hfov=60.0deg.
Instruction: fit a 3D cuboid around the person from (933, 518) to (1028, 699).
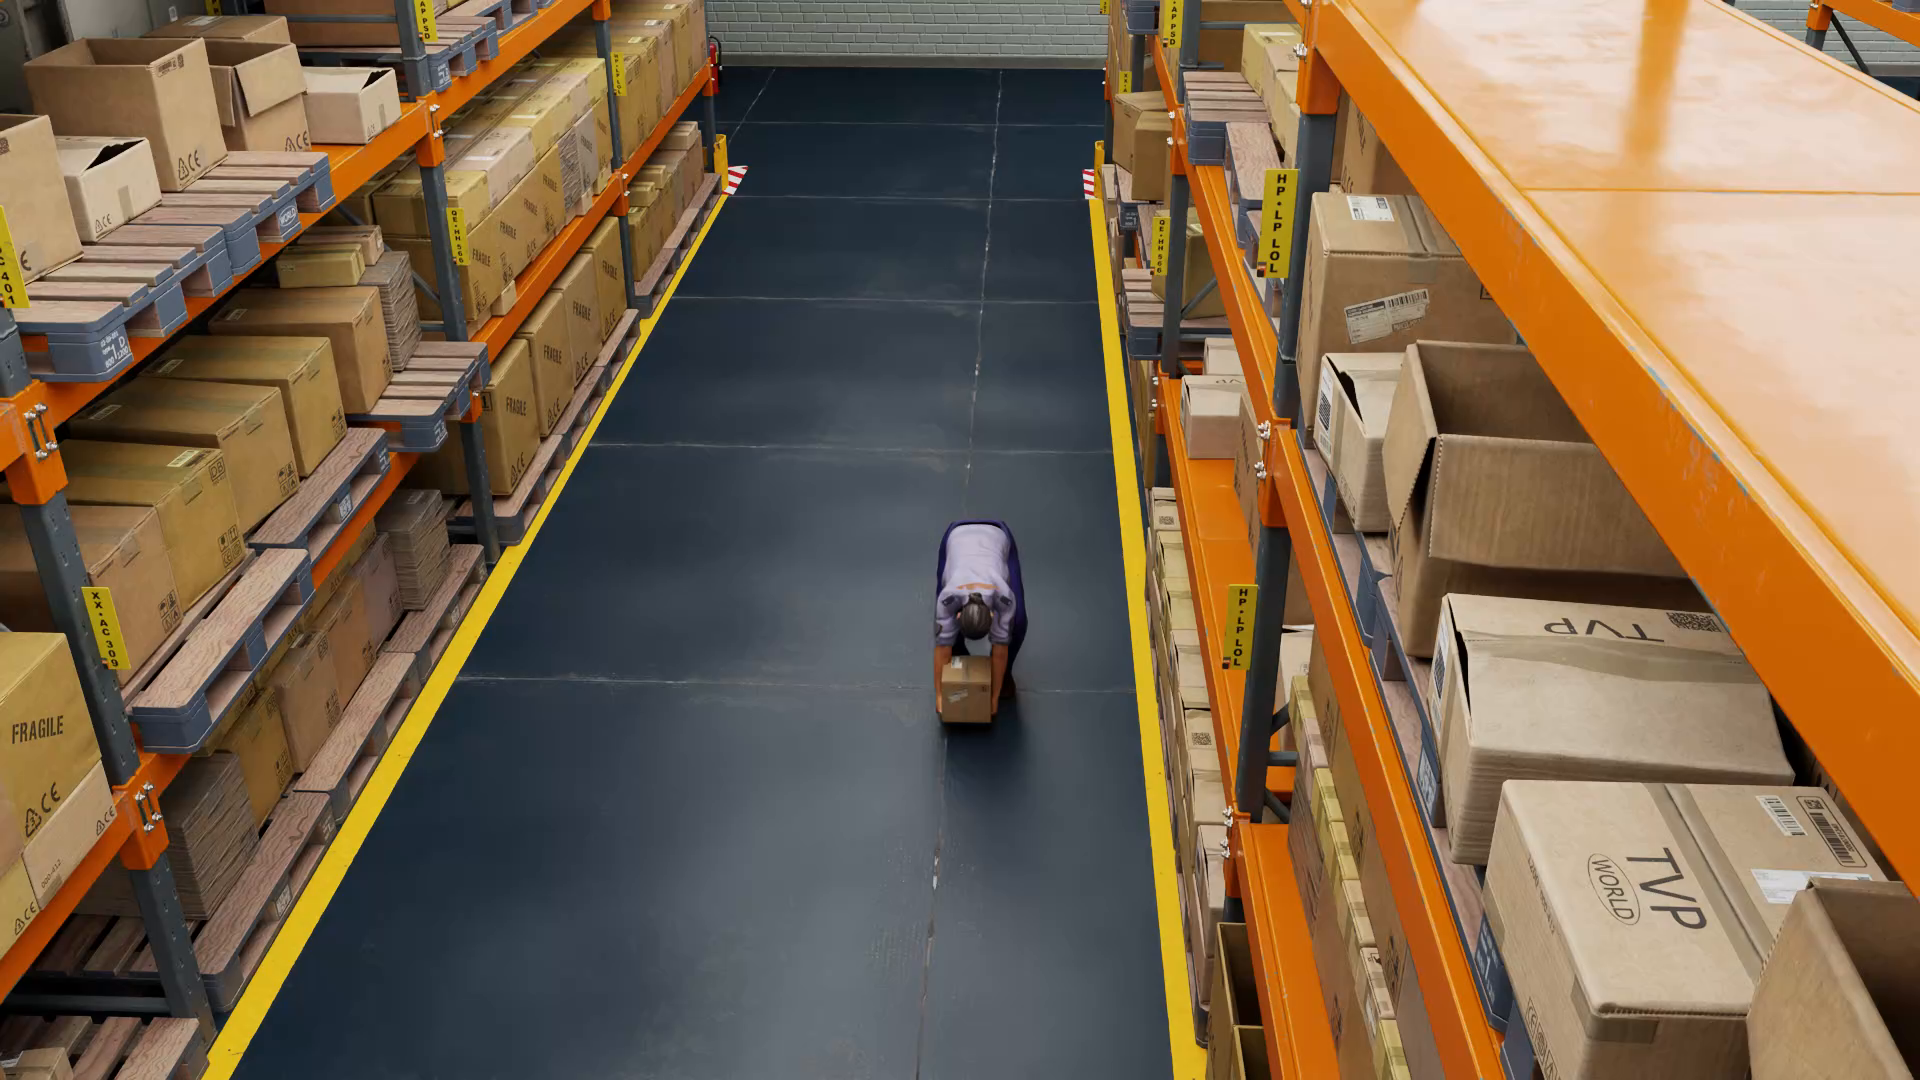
[{"bbox_3d":[0.102,0.344,8.792,0.492,0.898,0.515,-1,28,-1],"label":"person"}]
